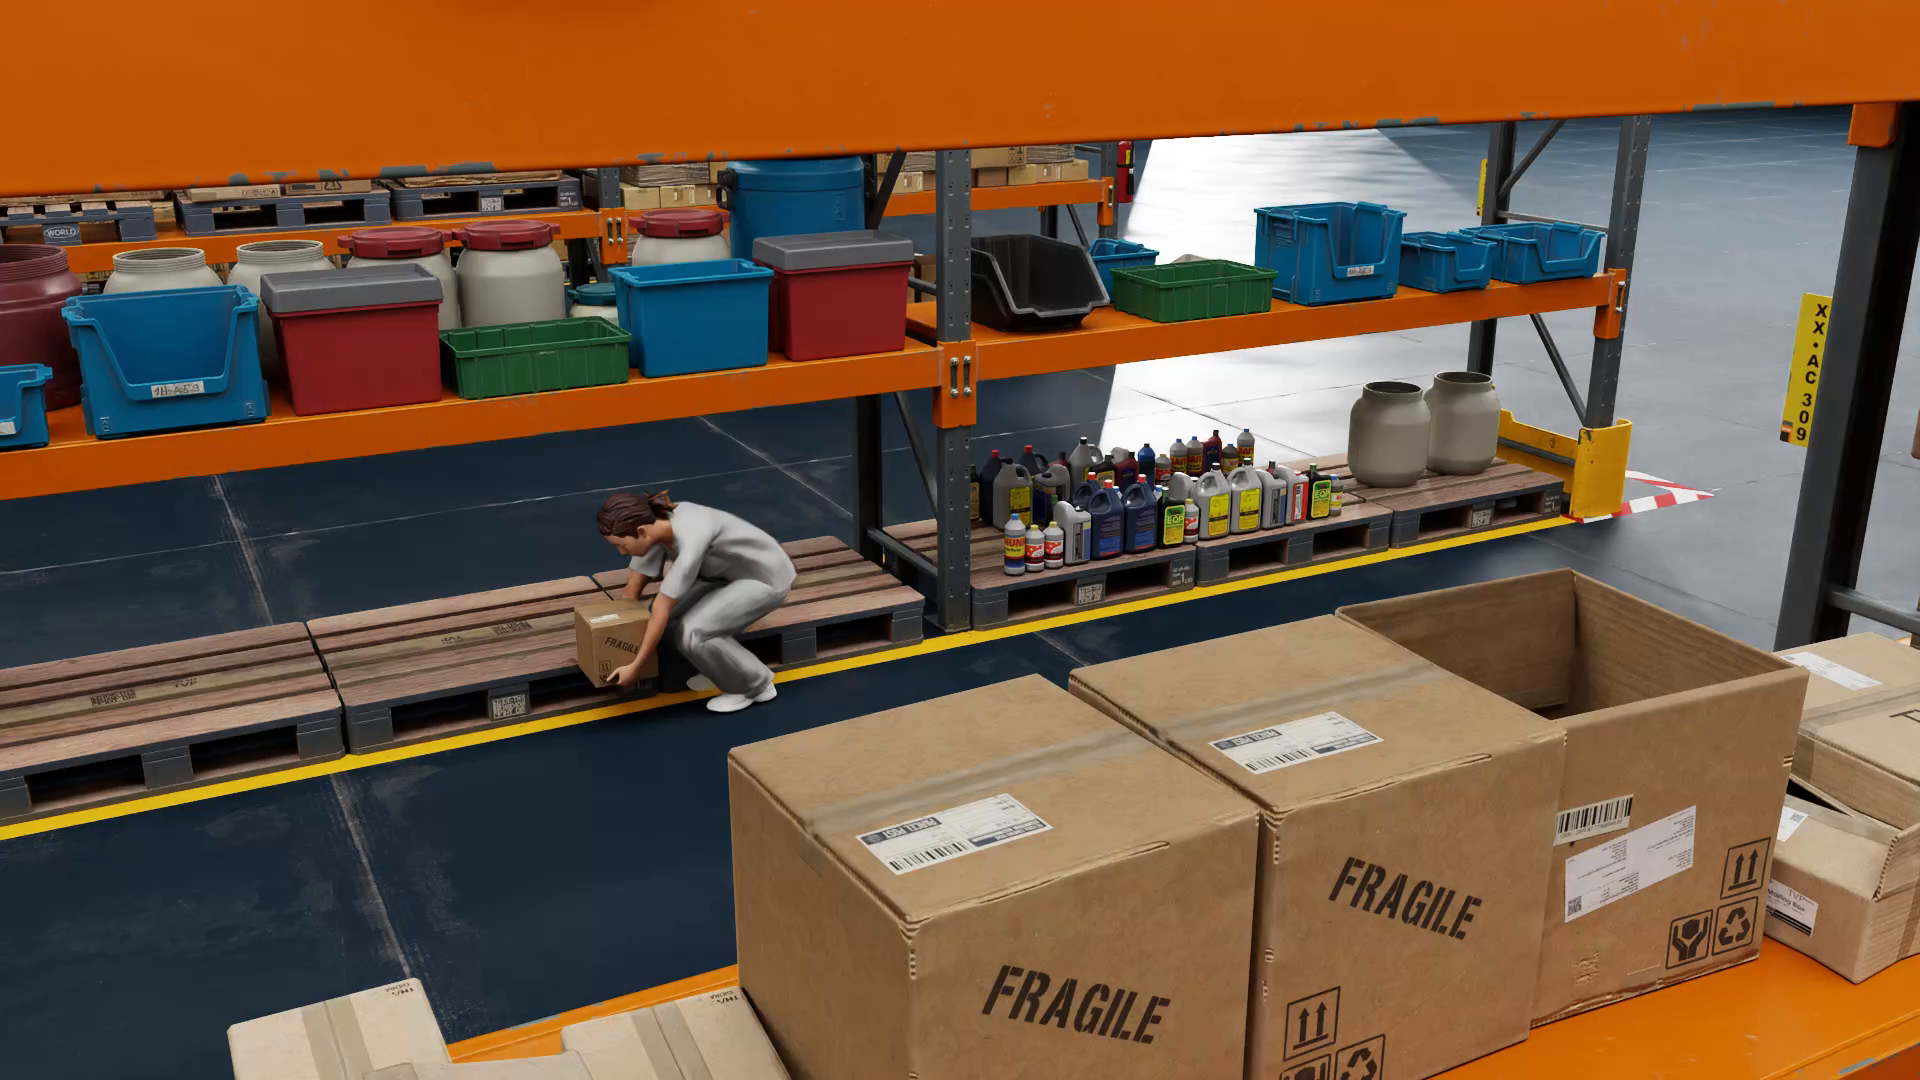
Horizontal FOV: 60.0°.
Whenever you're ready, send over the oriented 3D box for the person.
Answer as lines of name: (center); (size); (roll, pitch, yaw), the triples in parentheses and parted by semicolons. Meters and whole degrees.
person: (-1.055, 0.214, 6.589); (0.829, 0.942, 0.458); (-10, 21, -28)
